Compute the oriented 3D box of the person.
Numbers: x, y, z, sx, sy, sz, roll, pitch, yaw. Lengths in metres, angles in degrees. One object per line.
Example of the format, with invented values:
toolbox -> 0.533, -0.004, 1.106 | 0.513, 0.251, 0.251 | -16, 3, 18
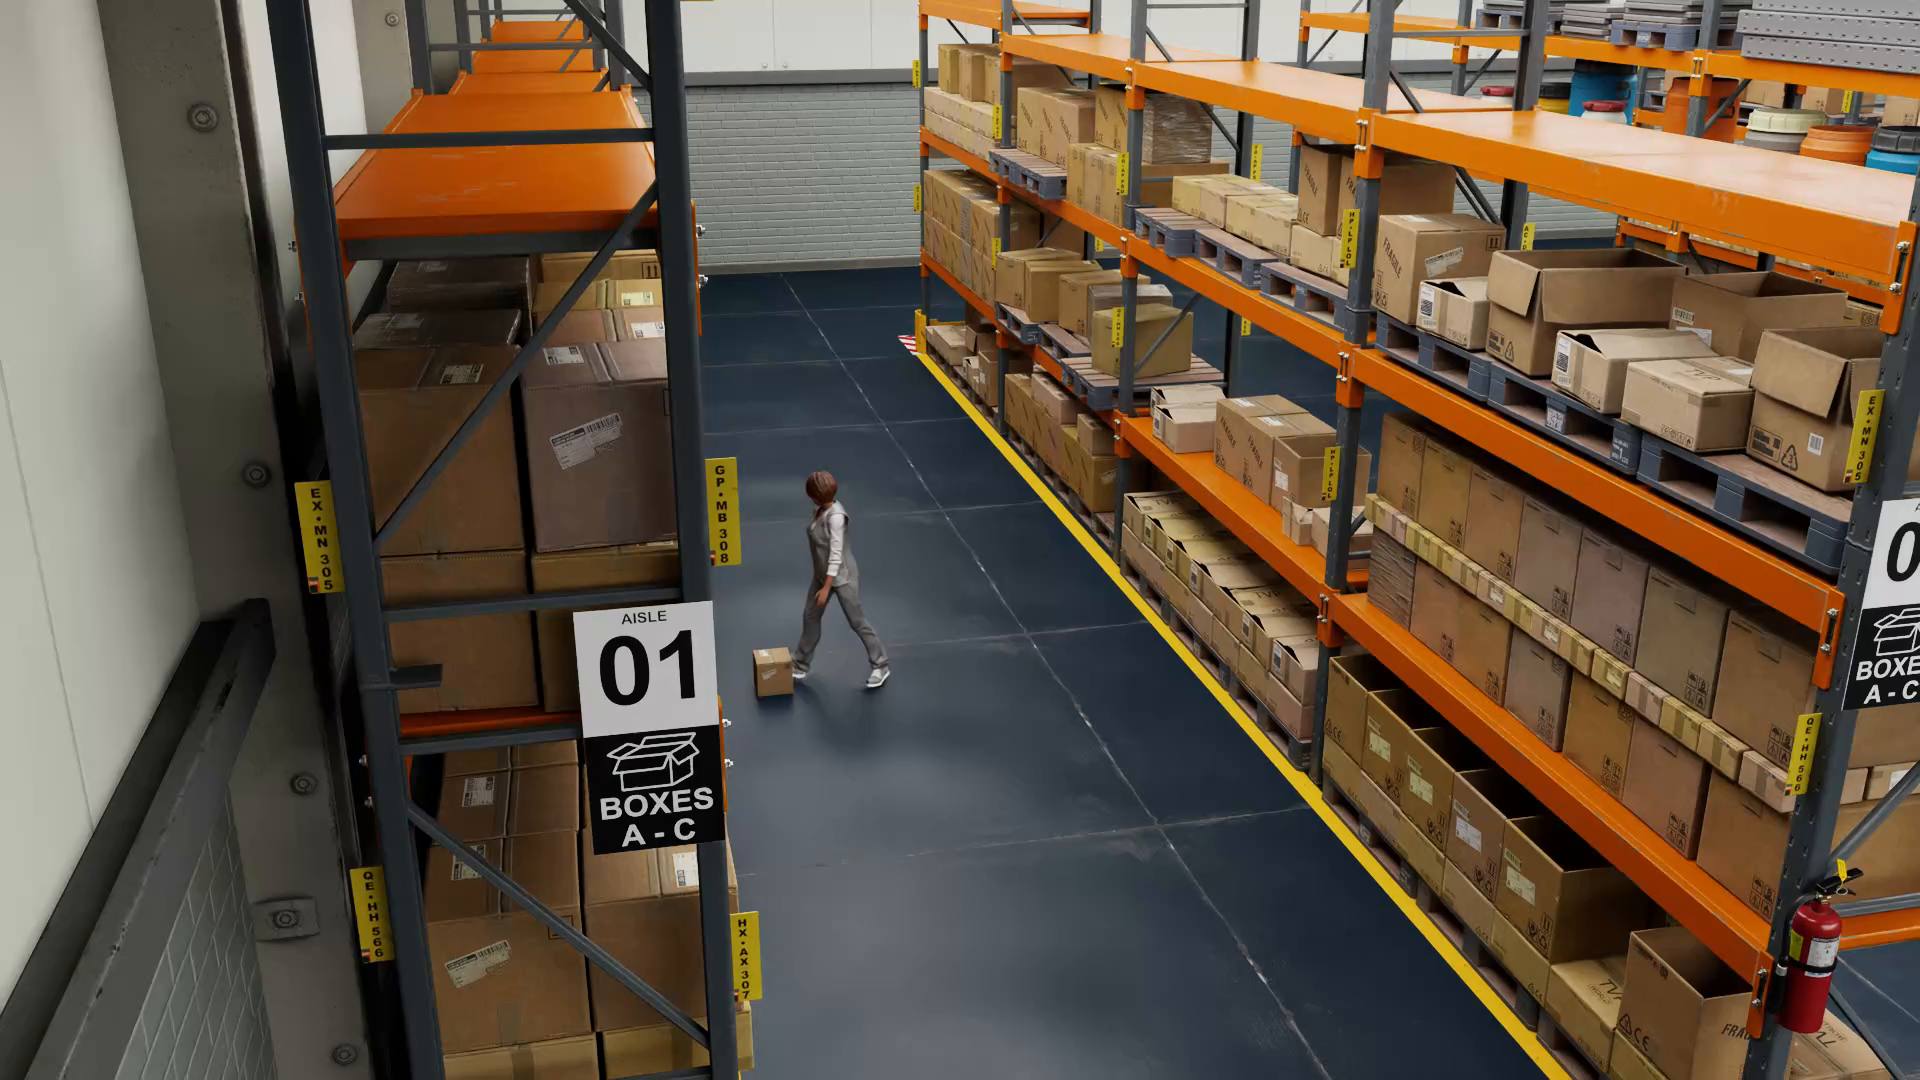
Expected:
person -> -0.910, 0.270, 11.566 | 0.779, 1.551, 0.541 | -11, 22, -27
